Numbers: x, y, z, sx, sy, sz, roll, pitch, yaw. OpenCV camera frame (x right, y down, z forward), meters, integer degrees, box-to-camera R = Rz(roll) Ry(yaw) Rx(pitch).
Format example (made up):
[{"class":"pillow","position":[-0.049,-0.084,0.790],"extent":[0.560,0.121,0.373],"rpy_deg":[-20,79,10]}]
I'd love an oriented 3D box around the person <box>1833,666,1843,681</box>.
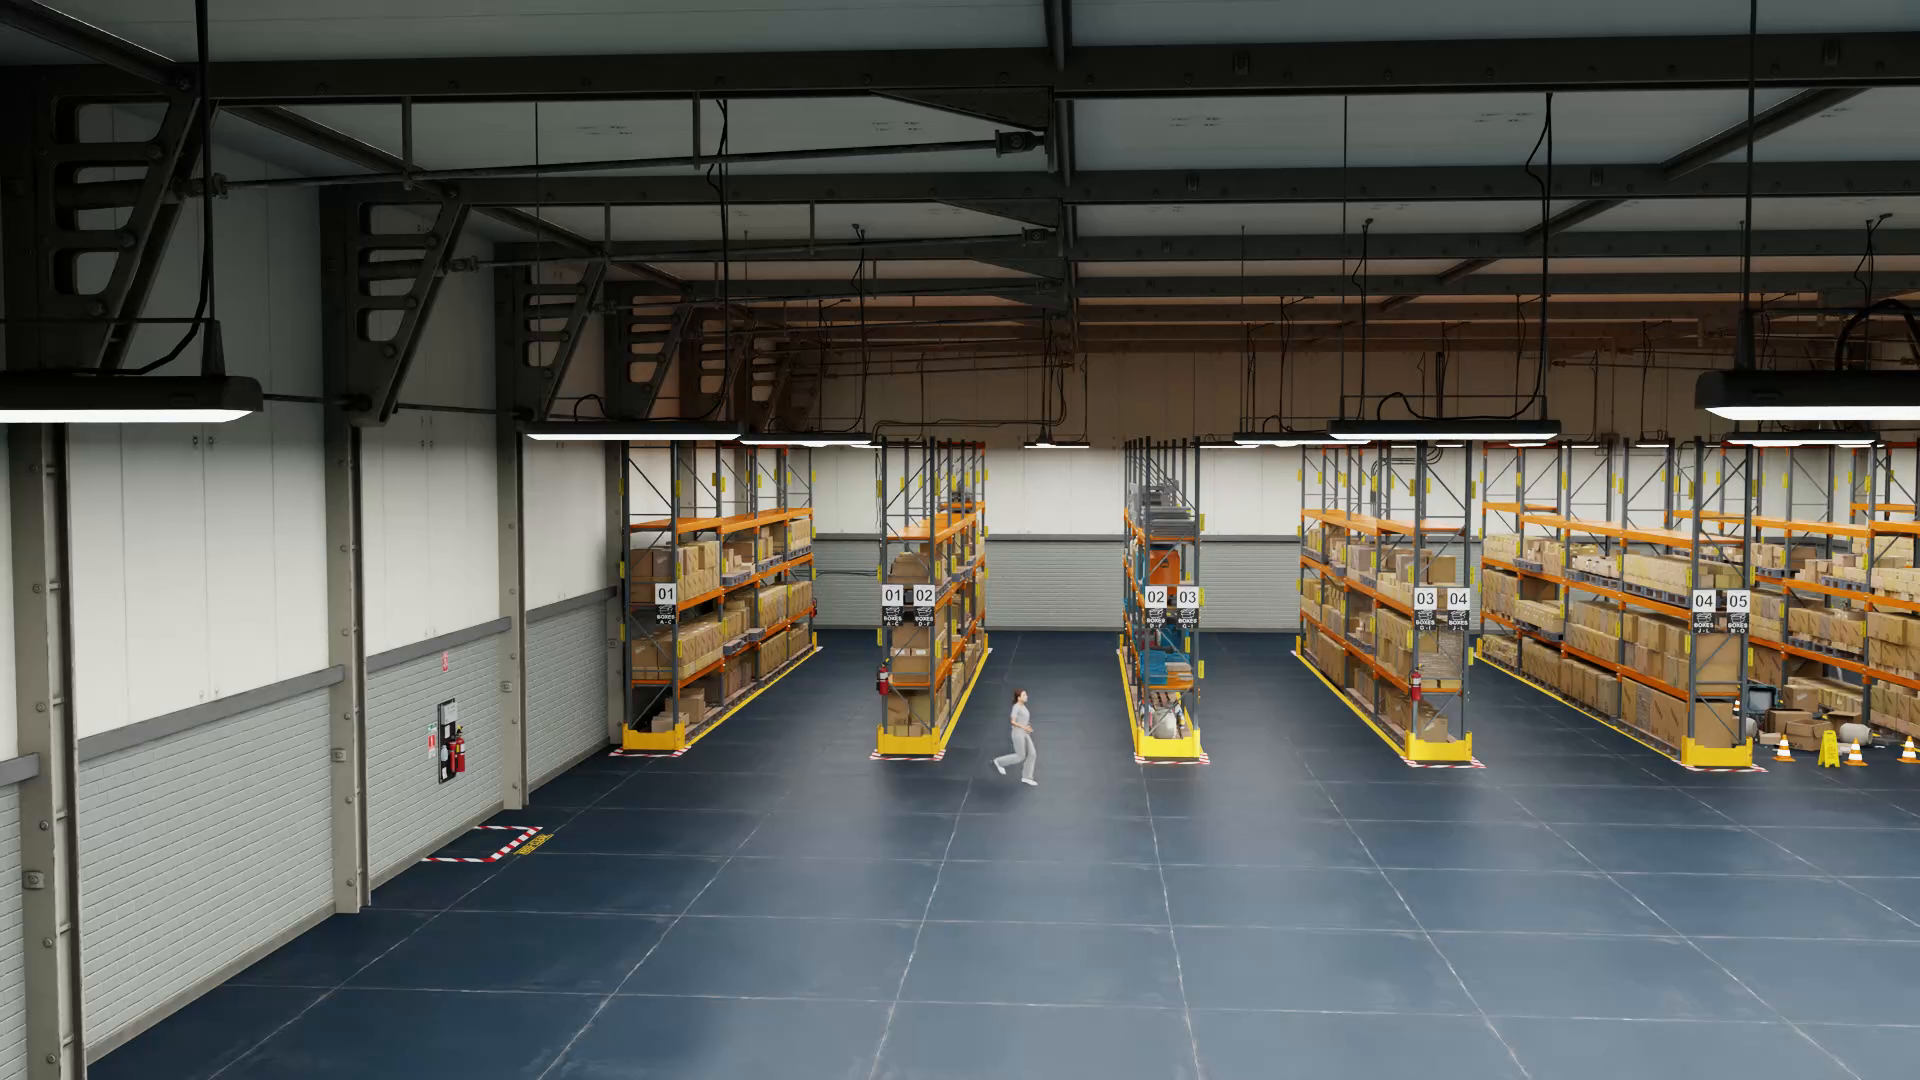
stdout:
[{"class":"person","position":[21.141,2.719,40.416],"extent":[0.620,1.725,0.856],"rpy_deg":[0,3,6]}]

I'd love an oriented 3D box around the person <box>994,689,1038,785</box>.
[{"class":"person","position":[0.985,3.386,28.669],"extent":[0.797,1.667,0.576],"rpy_deg":[1,3,23]}]
